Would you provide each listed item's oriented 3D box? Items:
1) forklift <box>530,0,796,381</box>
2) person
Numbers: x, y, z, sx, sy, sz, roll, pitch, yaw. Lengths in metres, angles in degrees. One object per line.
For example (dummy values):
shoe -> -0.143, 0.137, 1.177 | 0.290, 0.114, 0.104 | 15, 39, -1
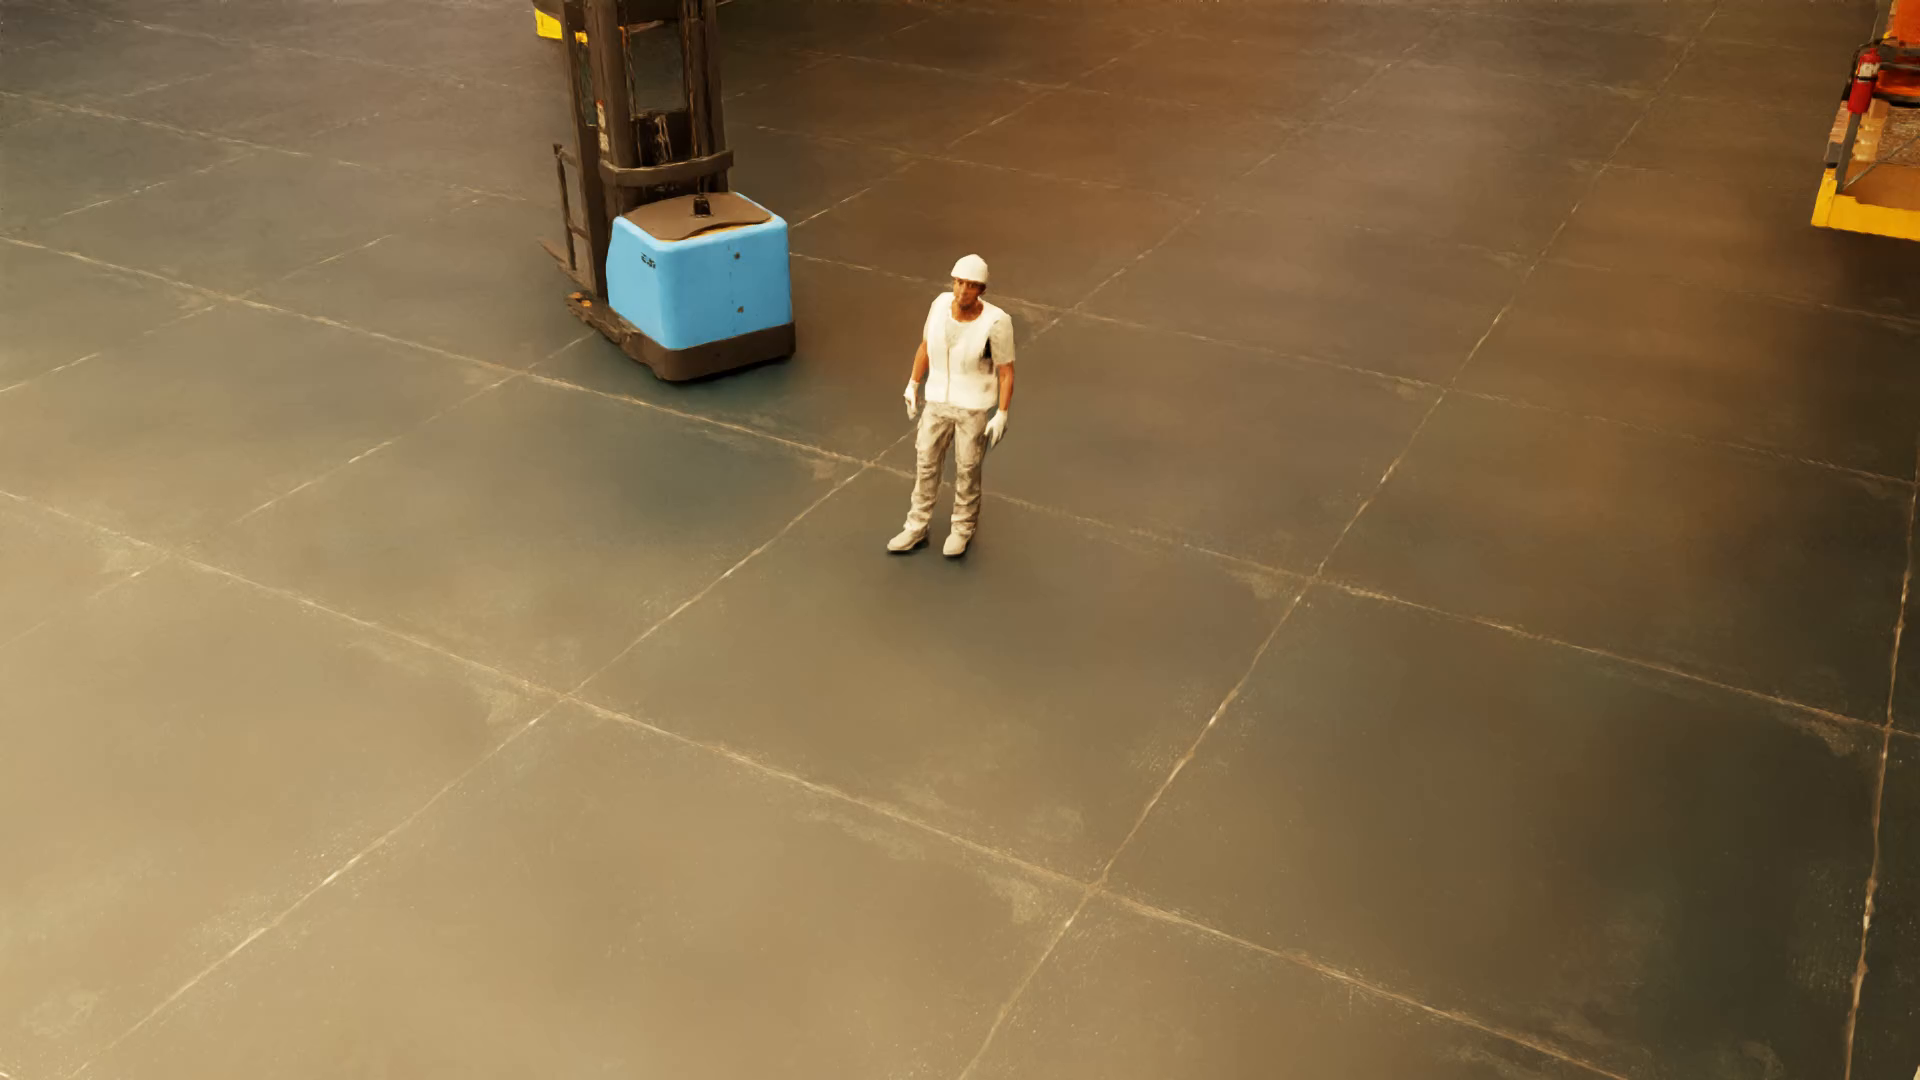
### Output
forklift -> -2.448, -3.087, 12.419 | 1.130, 2.935, 3.031 | -19, 35, -29
person -> -0.042, -0.749, 9.502 | 0.655, 1.782, 0.576 | 15, 33, 25
